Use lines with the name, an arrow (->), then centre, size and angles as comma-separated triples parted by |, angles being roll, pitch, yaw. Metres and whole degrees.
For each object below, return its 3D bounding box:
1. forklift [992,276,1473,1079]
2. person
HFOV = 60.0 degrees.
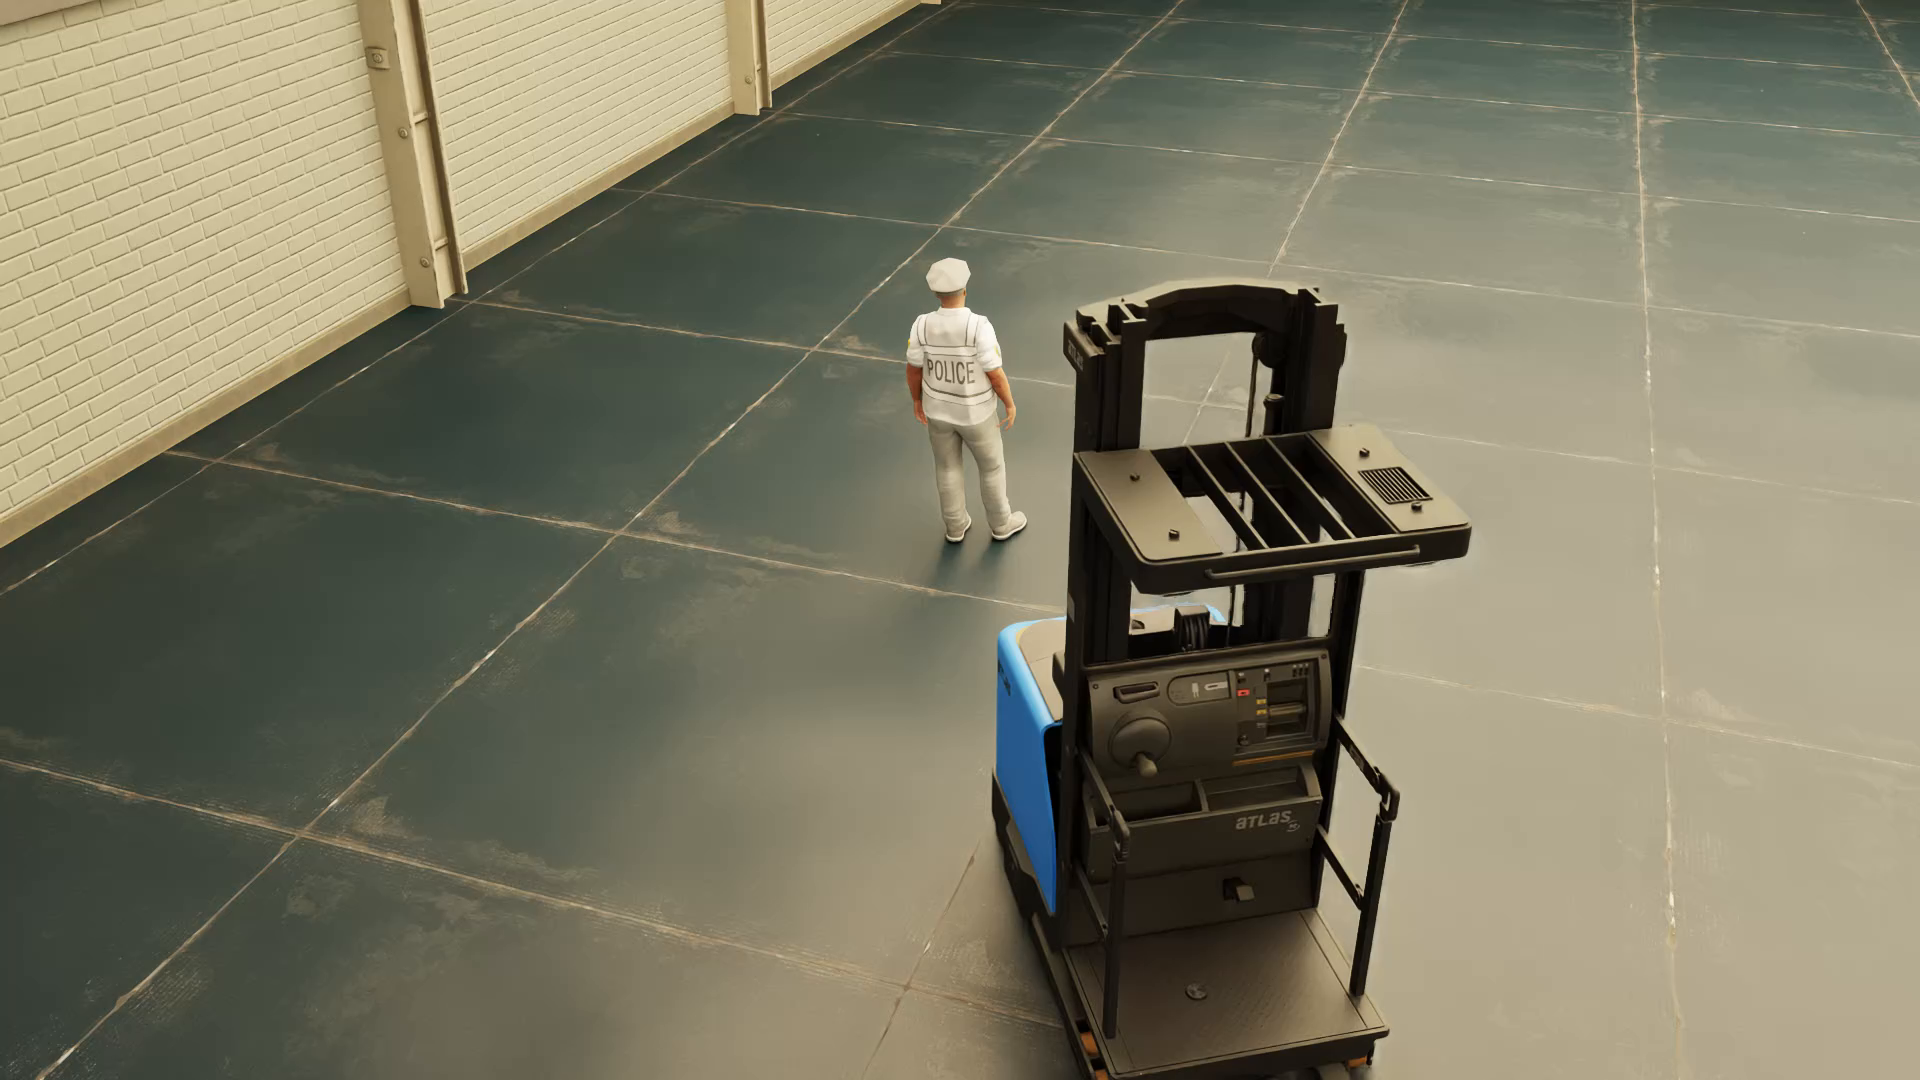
forklift -> 0.973, 0.686, 5.933 | 1.130, 2.935, 3.031 | -6, 30, -11
person -> 0.037, -0.814, 9.711 | 0.640, 1.781, 0.575 | 10, 31, 16
